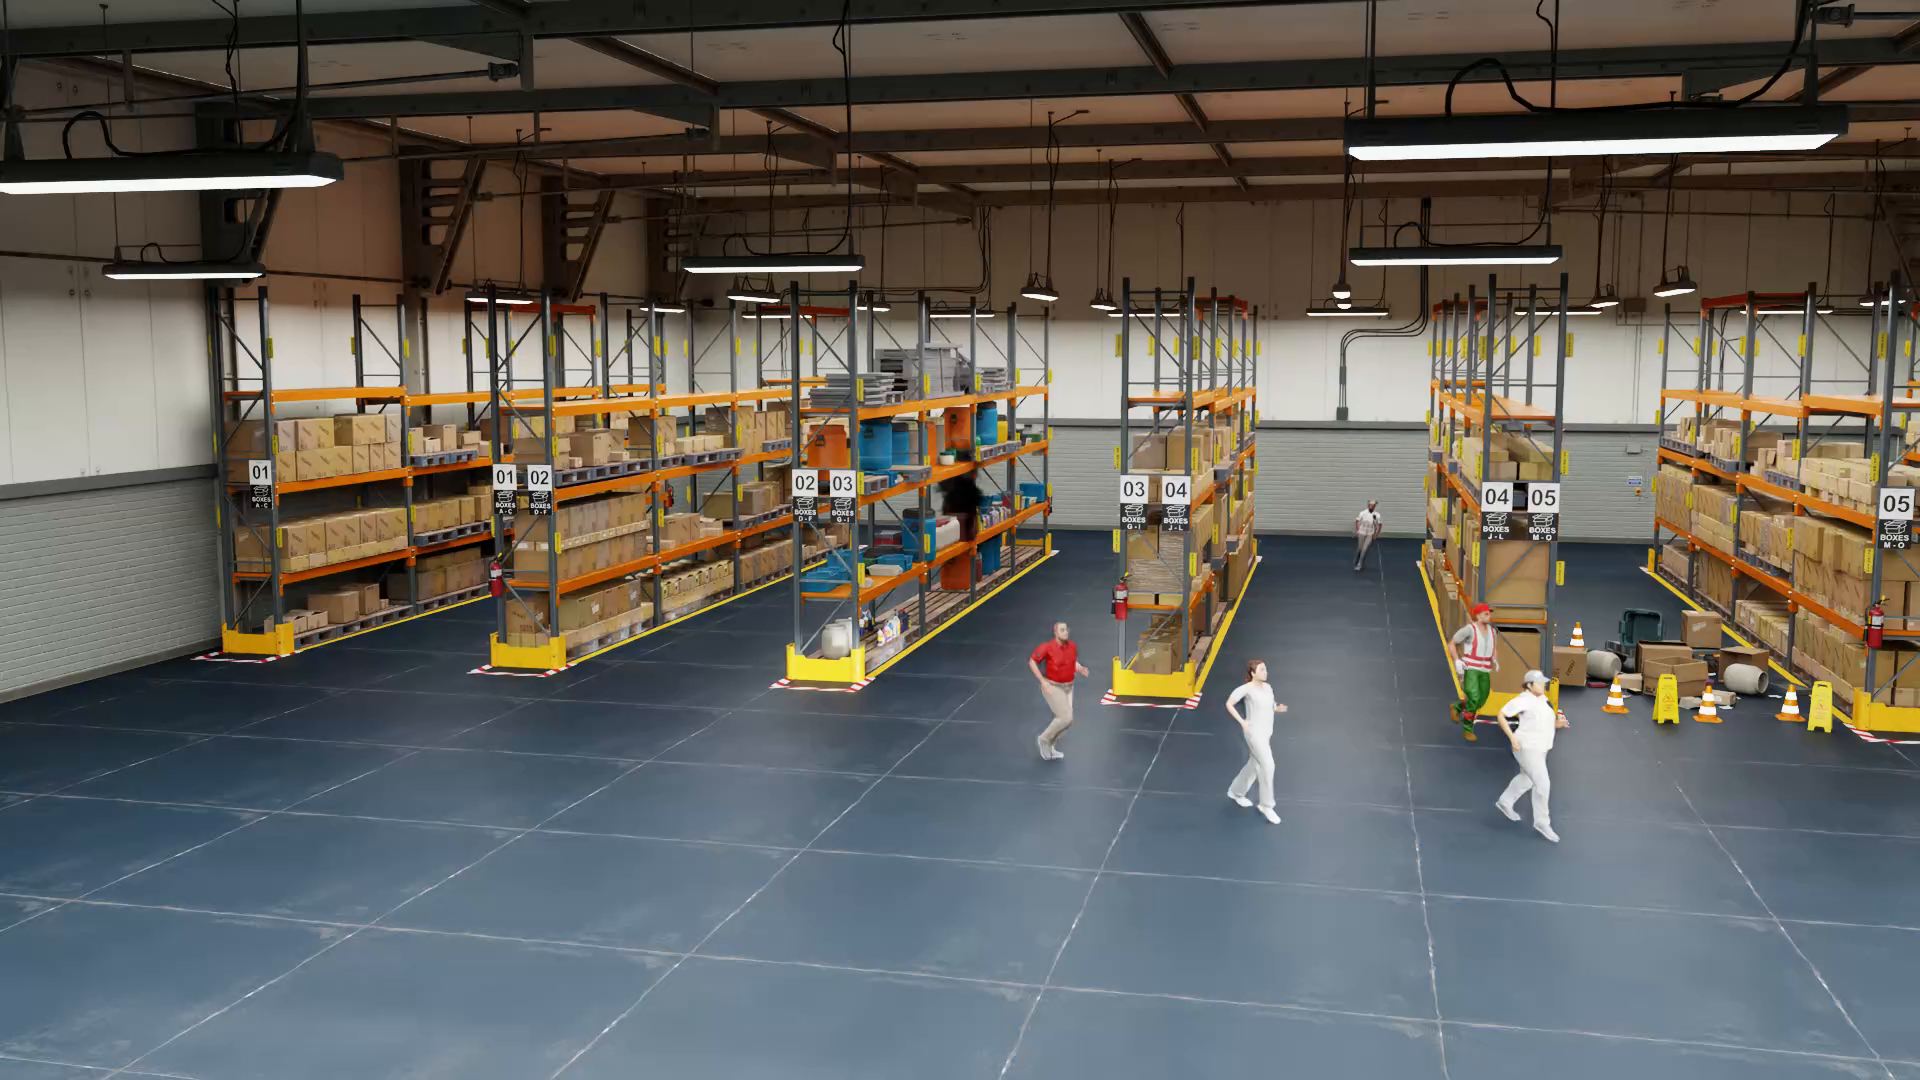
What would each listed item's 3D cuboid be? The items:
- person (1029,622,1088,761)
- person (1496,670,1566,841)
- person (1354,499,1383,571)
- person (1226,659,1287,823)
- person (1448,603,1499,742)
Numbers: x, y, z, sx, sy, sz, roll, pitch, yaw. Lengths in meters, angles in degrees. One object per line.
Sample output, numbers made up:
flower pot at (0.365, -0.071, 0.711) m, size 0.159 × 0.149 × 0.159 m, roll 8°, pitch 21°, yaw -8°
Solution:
person at (1.254, 1.844, 20.229) m, size 0.638 × 1.711 × 0.640 m, roll -6°, pitch 9°, yaw -44°
person at (5.920, 2.196, 17.271) m, size 0.587 × 1.718 × 0.814 m, roll -6°, pitch 9°, yaw -43°
person at (9.240, -0.126, 37.649) m, size 0.610 × 1.624 × 0.531 m, roll 2°, pitch 7°, yaw 15°
person at (3.175, 2.121, 17.844) m, size 0.742 × 1.719 × 0.551 m, roll 6°, pitch 9°, yaw 43°
person at (6.664, 1.690, 21.583) m, size 0.709 × 1.760 × 0.707 m, roll -2°, pitch 7°, yaw -19°
